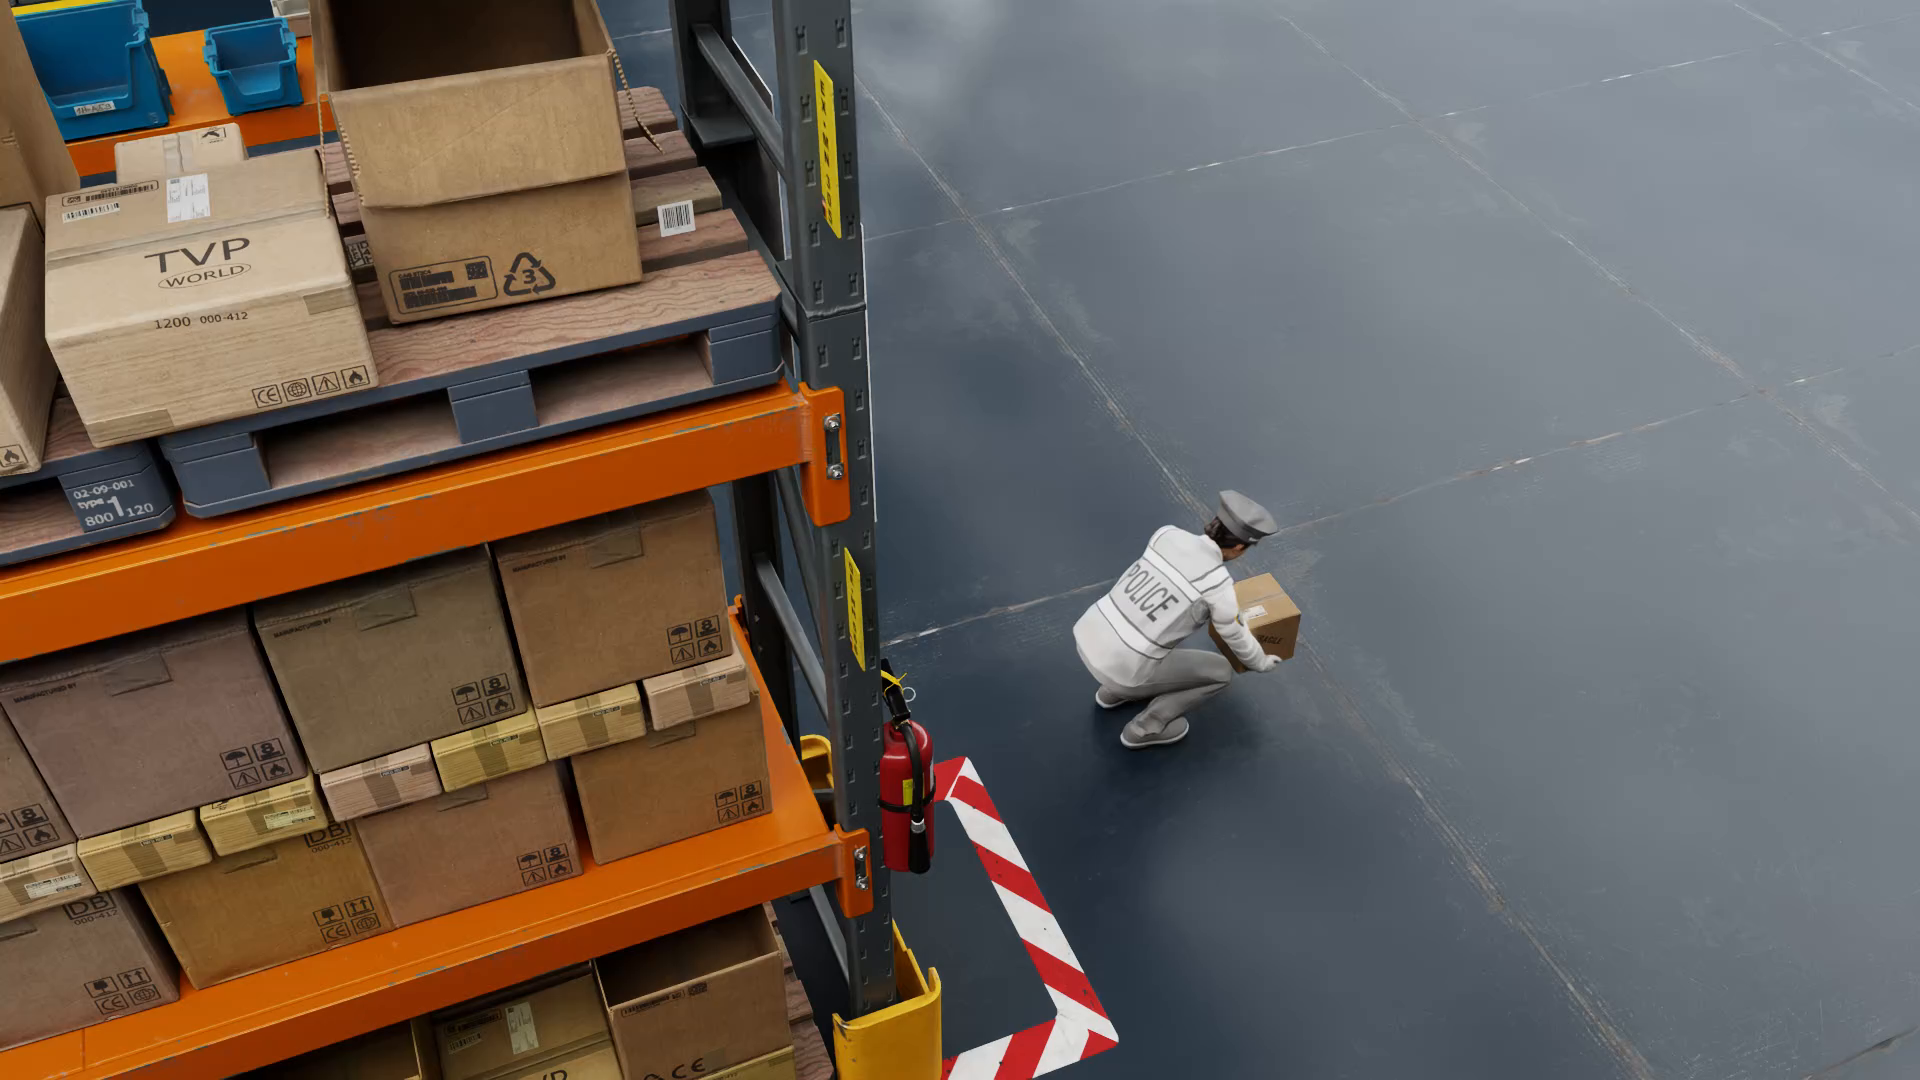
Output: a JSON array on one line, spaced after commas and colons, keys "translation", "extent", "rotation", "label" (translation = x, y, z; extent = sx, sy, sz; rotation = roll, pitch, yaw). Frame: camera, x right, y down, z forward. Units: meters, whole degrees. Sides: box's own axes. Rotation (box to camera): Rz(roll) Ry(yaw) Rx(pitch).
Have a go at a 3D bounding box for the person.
[{"translation": [0.832, 0.298, 6.359], "extent": [0.825, 0.964, 0.495], "rotation": [-15, 44, -16], "label": "person"}]
